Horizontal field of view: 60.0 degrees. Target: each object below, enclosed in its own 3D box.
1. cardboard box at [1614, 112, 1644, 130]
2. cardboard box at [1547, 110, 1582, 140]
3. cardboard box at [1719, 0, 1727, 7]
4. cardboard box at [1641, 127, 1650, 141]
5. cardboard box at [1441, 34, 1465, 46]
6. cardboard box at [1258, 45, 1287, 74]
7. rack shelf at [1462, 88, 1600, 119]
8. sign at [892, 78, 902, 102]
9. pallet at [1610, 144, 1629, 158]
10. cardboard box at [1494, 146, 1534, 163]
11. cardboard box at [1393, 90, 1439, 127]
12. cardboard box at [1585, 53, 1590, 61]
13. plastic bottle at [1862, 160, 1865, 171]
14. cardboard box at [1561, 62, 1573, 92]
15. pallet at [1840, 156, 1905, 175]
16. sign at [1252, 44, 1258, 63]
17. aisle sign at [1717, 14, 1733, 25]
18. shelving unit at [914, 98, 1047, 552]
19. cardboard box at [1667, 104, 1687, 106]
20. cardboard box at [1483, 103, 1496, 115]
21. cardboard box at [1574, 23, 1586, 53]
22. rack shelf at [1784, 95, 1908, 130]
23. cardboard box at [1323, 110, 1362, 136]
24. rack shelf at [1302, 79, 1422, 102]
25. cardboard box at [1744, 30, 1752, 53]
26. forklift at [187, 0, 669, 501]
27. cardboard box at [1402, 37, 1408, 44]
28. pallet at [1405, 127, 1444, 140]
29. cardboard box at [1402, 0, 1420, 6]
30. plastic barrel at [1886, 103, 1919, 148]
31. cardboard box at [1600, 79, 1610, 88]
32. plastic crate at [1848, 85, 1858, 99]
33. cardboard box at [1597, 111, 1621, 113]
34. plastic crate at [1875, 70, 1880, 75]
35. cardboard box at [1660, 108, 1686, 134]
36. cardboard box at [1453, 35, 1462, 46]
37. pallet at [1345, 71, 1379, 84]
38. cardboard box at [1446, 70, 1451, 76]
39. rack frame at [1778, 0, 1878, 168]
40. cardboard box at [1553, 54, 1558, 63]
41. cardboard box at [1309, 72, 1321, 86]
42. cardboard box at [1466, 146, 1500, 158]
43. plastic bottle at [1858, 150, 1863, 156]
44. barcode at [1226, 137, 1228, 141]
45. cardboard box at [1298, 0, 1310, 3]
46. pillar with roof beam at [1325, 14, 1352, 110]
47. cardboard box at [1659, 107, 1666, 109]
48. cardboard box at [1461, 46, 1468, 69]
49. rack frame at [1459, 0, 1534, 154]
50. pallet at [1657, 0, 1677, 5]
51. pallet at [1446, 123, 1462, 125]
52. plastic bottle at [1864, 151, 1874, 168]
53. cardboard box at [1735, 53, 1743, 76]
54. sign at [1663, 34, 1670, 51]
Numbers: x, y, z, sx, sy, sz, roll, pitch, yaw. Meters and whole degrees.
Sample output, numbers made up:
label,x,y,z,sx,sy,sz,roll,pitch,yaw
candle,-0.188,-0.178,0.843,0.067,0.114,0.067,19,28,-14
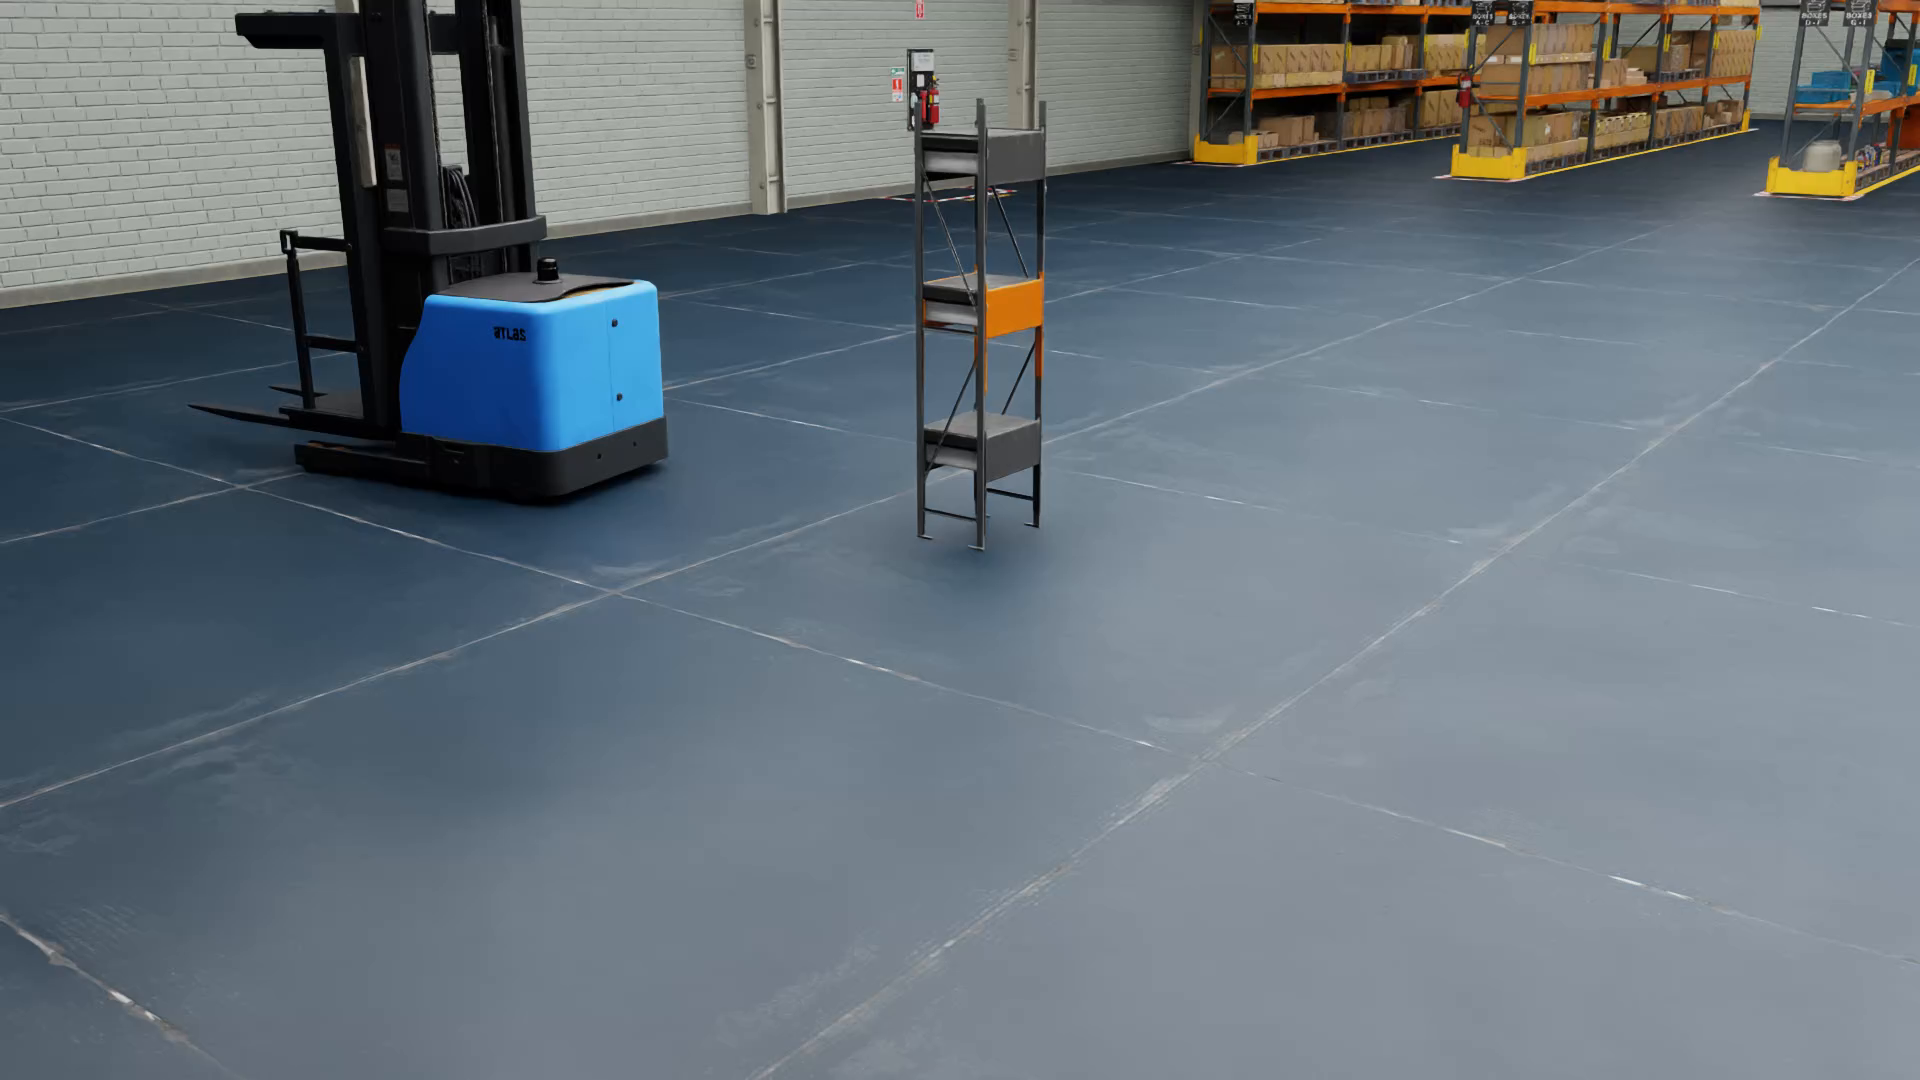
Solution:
label,x,y,z,sx,sy,sz,roll,pitch,yaw
cardboard box,13.177,-8.284,32.845,0.500,0.311,0.500,12,21,34
cardboard box,10.804,-7.449,29.836,0.500,0.500,0.500,12,21,35
cardboard box,16.467,-11.808,36.404,0.500,0.250,0.500,12,21,35
cardboard box,13.478,-8.141,33.330,0.500,0.250,0.500,13,21,36
cardboard box,11.309,-11.409,37.956,0.500,0.250,0.500,13,21,36
cardboard box,5.676,-8.864,30.683,0.500,0.500,0.500,12,21,35
rack shelf,10.020,-7.649,29.031,1.077,0.370,4.000,12,21,35
sign,-0.920,-6.603,24.390,0.001,0.329,0.234,12,21,35
pallet,12.346,-7.612,32.399,1.003,0.211,1.213,12,21,35
cardboard box,9.327,-6.492,28.021,0.500,0.250,0.500,12,21,35
cardboard box,10.158,-9.622,37.088,0.750,0.750,0.750,12,21,34
cardboard box,11.073,-8.666,29.829,0.380,0.149,0.250,12,21,34
plastic bottle,14.197,-5.916,26.212,0.097,0.201,0.097,0,17,0
cardboard box,10.342,-8.165,29.309,0.700,0.500,0.500,13,21,35
pallet,15.625,-6.455,28.675,1.003,0.211,1.213,12,21,35
sign,5.284,-8.709,29.770,0.100,0.325,0.005,12,21,35
aisle sign,18.167,-12.637,39.496,0.394,0.787,0.004,12,21,35
shelving unit,0.099,-1.042,8.059,0.431,2.100,0.503,12,21,35
cardboard box,16.090,-9.577,37.498,0.500,0.500,0.500,12,21,35
cardboard box,12.526,-10.416,40.234,0.700,0.500,0.500,13,21,35
cardboard box,10.653,-8.909,29.519,0.700,0.500,0.500,12,21,35
rack shelf,13.996,-6.773,26.210,1.077,0.370,4.000,12,21,35
cardboard box,7.924,-8.670,34.579,0.700,0.500,0.500,12,21,34
rack shelf,8.423,-9.477,34.915,1.077,0.370,4.000,12,21,35
cardboard box,18.017,-11.578,38.613,0.500,0.500,0.500,13,22,36
forklift,-3.224,-1.895,9.404,3.031,2.935,1.130,9,19,26
cardboard box,9.433,-10.777,35.885,0.380,0.149,0.250,9,20,28
pallet,10.145,-9.139,37.318,1.003,0.211,1.213,12,21,35
cardboard box,9.403,-11.477,35.202,0.500,0.311,0.500,12,21,35
plastic barrel,17.849,-7.829,31.350,0.600,0.830,0.708,12,21,35
cardboard box,11.904,-8.524,31.059,0.380,0.149,0.250,12,21,35
plastic crate,14.152,-7.218,26.788,0.450,0.188,0.662,12,21,35
cardboard box,13.047,-8.504,33.554,0.500,0.311,0.500,13,22,37
plastic crate,15.595,-7.903,28.663,0.392,0.384,0.575,12,21,35
cardboard box,15.013,-8.866,35.208,0.500,0.500,0.500,12,21,33
cardboard box,11.006,-11.287,37.564,0.500,0.250,0.500,12,21,34
pallet,7.804,-9.408,33.806,1.003,0.211,1.213,12,21,35
cardboard box,10.902,-10.591,37.680,0.380,0.149,0.250,13,21,35
rack frame,12.805,-6.640,24.569,1.000,3.000,0.127,12,21,35
cardboard box,10.001,-8.237,28.447,0.380,0.149,0.250,12,21,34
cardboard box,6.602,-8.876,31.986,0.500,0.250,0.500,12,21,34
cardboard box,8.911,-6.584,28.316,0.500,0.250,0.500,12,21,35
plastic bottle,14.543,-6.160,26.860,0.061,0.283,0.133,12,21,35
barcode,5.022,-7.545,31.260,0.001,0.075,0.075,12,21,35
cardboard box,6.205,-10.294,31.073,0.500,0.500,0.500,14,22,38
pillar with roof beam,11.603,-12.244,32.498,9.100,9.000,0.400,12,21,35
cardboard box,14.882,-9.072,35.873,0.500,0.500,0.500,13,21,35
cardboard box,11.323,-11.053,38.074,0.500,0.500,0.500,12,21,35
rack frame,8.829,-7.517,27.391,1.000,3.000,0.127,12,21,35
pallet,13.263,-10.587,32.538,1.213,0.211,1.003,14,22,37
pallet,11.599,-9.720,39.189,1.003,0.211,1.213,12,21,35
plastic bottle,14.629,-6.138,26.801,0.152,0.276,0.135,13,21,36
cardboard box,17.706,-10.978,38.370,0.500,0.500,0.500,13,21,35
sign,14.043,-9.878,33.042,0.100,0.325,0.005,12,21,35
